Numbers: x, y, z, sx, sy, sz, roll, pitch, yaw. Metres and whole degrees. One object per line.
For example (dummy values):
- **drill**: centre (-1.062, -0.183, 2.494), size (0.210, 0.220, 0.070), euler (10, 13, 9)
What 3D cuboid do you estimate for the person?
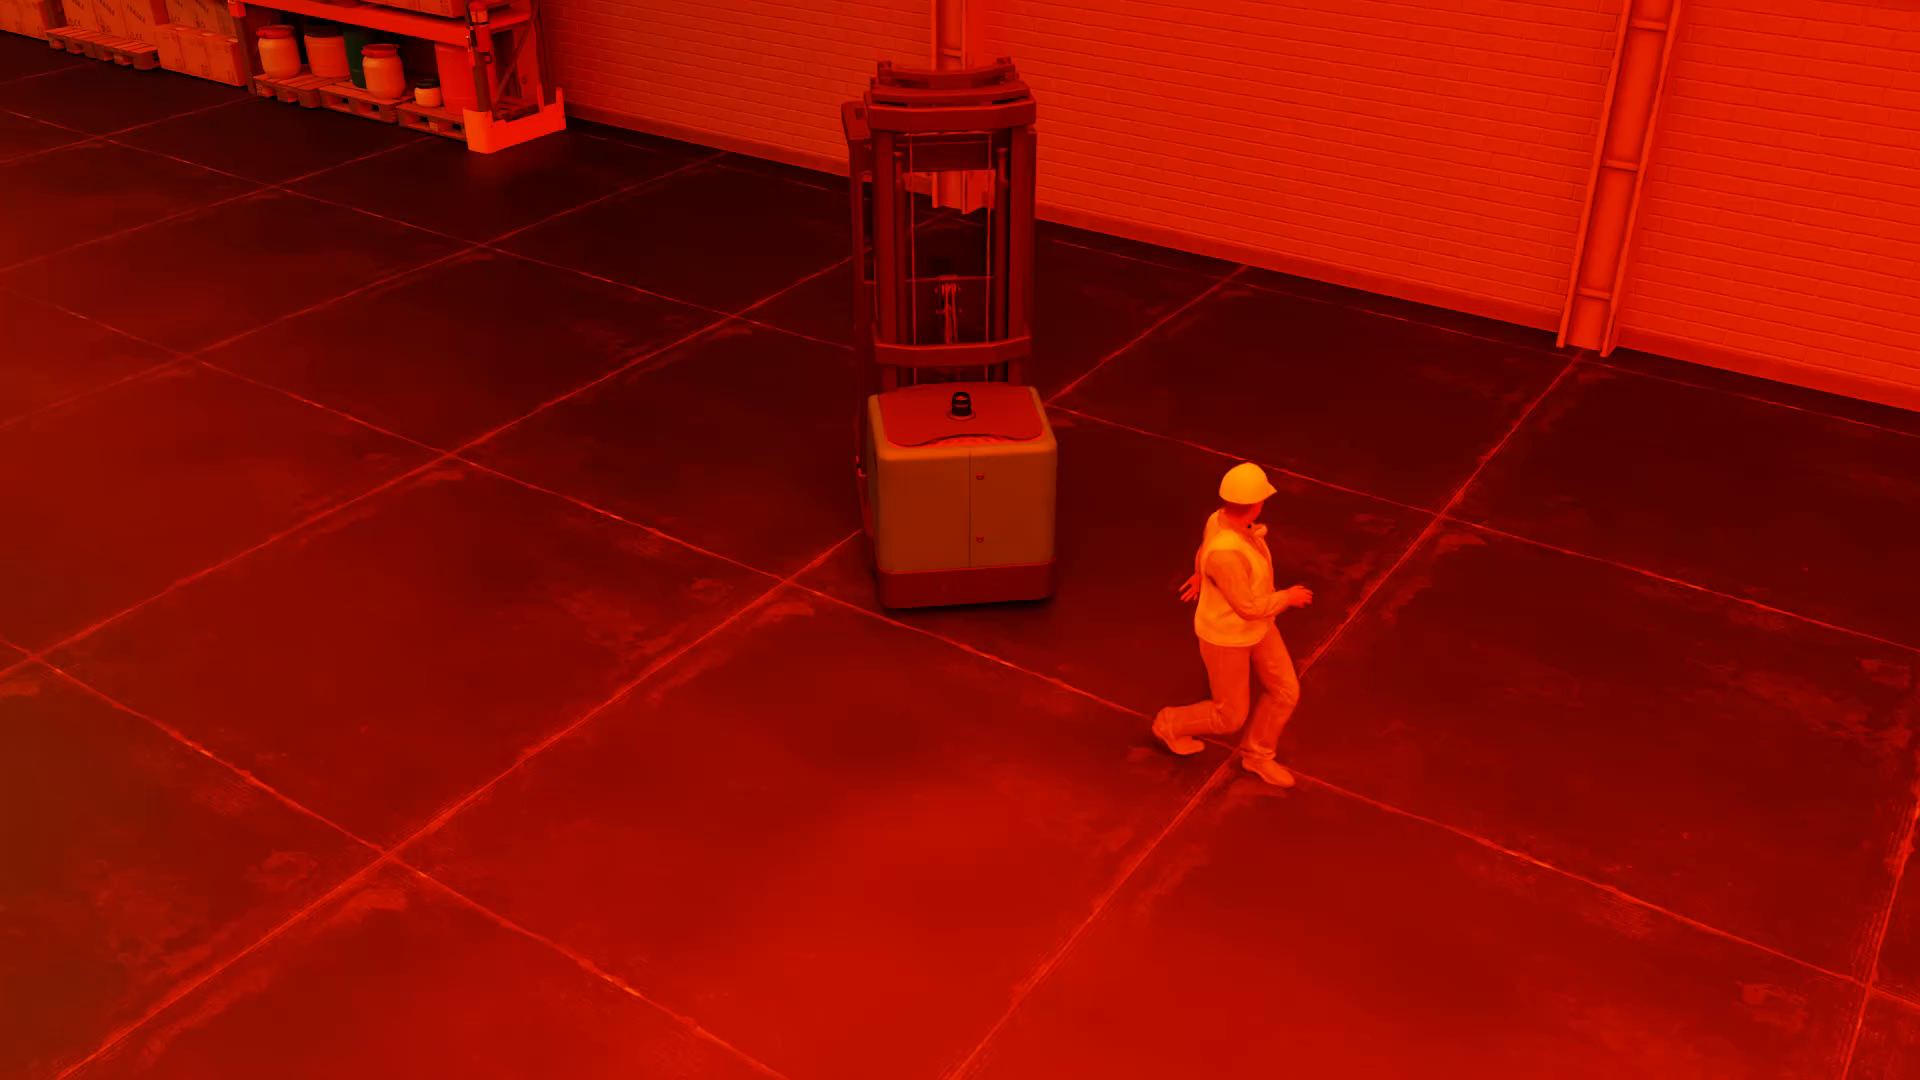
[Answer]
- **person**: centre (1.351, 0.395, 8.160), size (0.824, 1.692, 0.582), euler (18, 35, 29)

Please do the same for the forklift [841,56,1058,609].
- **forklift**: centre (-0.130, -1.587, 10.314), size (1.130, 2.935, 3.031), euler (-4, 30, -6)
